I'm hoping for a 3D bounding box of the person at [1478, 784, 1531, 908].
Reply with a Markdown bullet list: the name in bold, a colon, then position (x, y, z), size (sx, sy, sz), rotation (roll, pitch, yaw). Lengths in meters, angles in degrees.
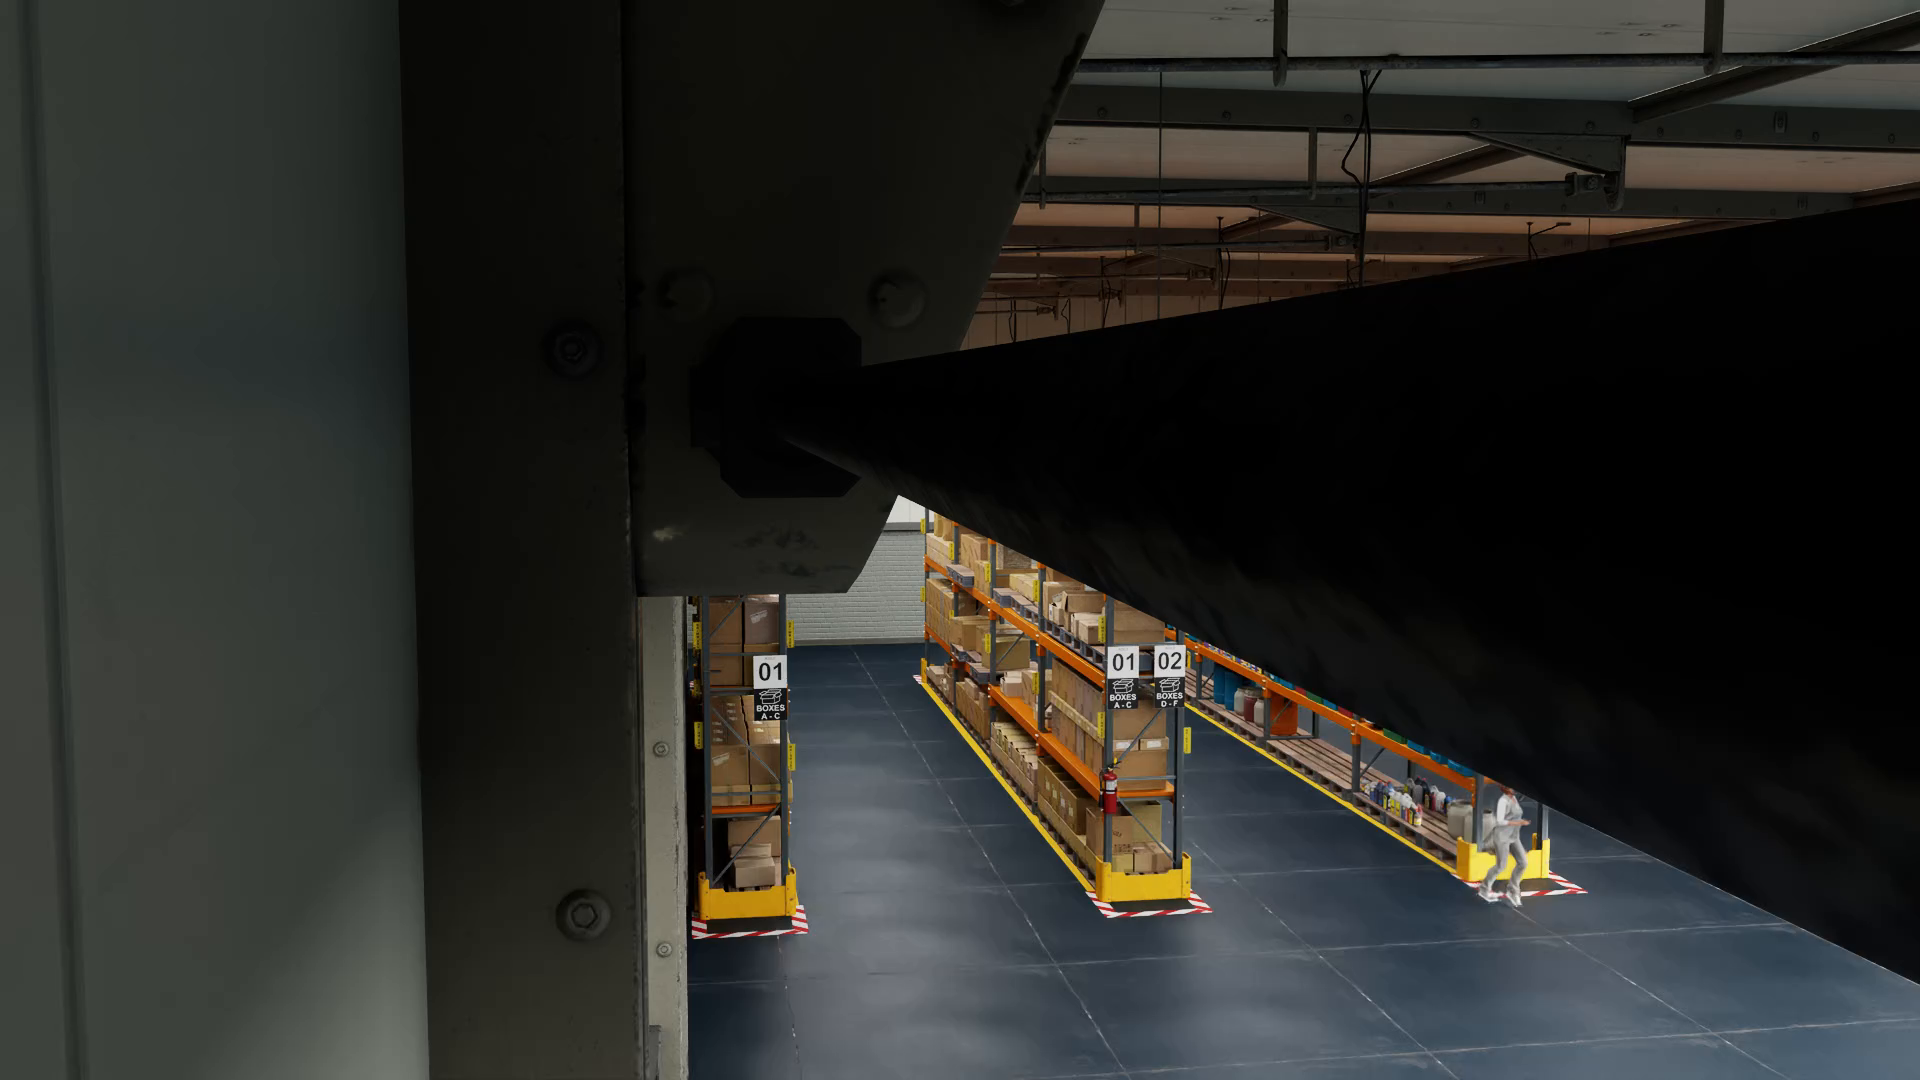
- **person**: position (6.771, 3.733, 20.552), size (0.630, 1.652, 0.427), rotation (4, 7, 42)
